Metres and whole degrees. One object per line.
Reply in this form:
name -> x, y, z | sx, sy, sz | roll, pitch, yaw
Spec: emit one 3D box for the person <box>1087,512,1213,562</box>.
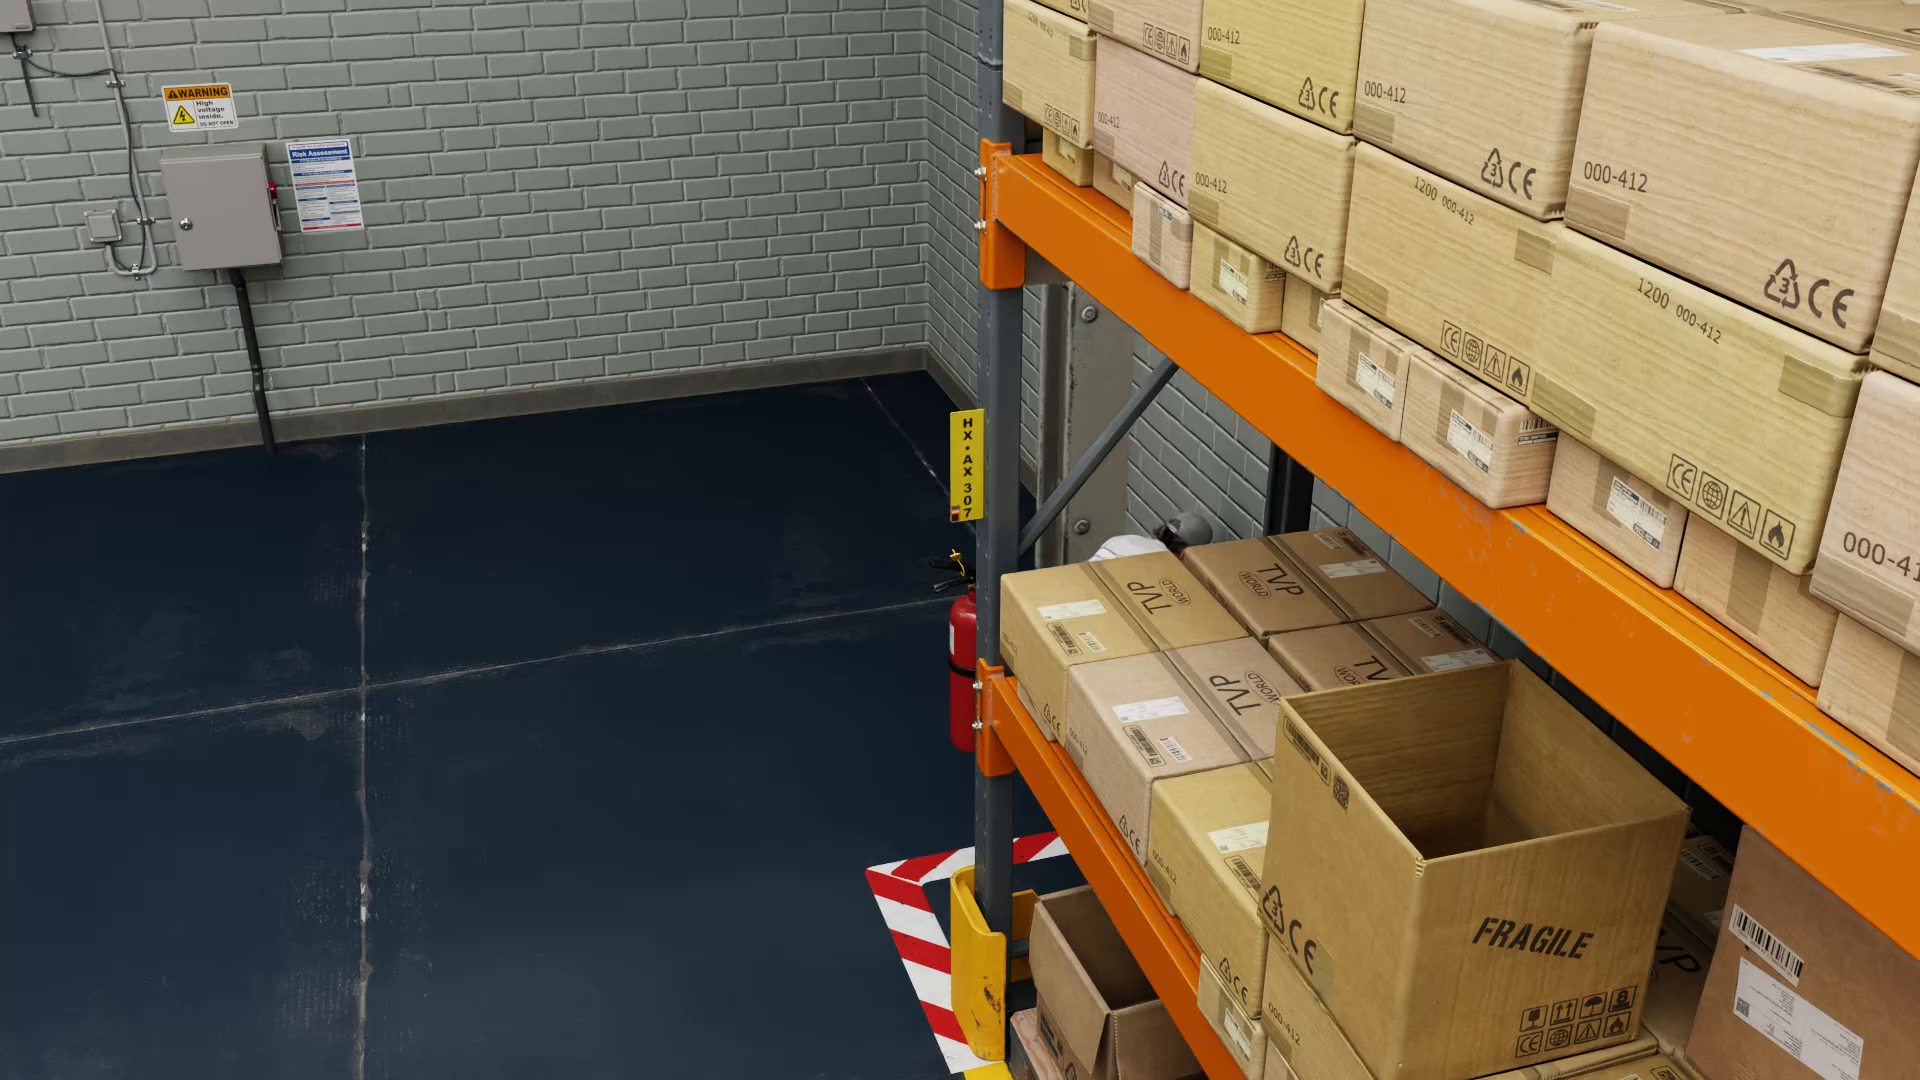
person -> 0.653, 0.379, 6.689 | 0.857, 0.928, 0.525 | -8, 28, -16
